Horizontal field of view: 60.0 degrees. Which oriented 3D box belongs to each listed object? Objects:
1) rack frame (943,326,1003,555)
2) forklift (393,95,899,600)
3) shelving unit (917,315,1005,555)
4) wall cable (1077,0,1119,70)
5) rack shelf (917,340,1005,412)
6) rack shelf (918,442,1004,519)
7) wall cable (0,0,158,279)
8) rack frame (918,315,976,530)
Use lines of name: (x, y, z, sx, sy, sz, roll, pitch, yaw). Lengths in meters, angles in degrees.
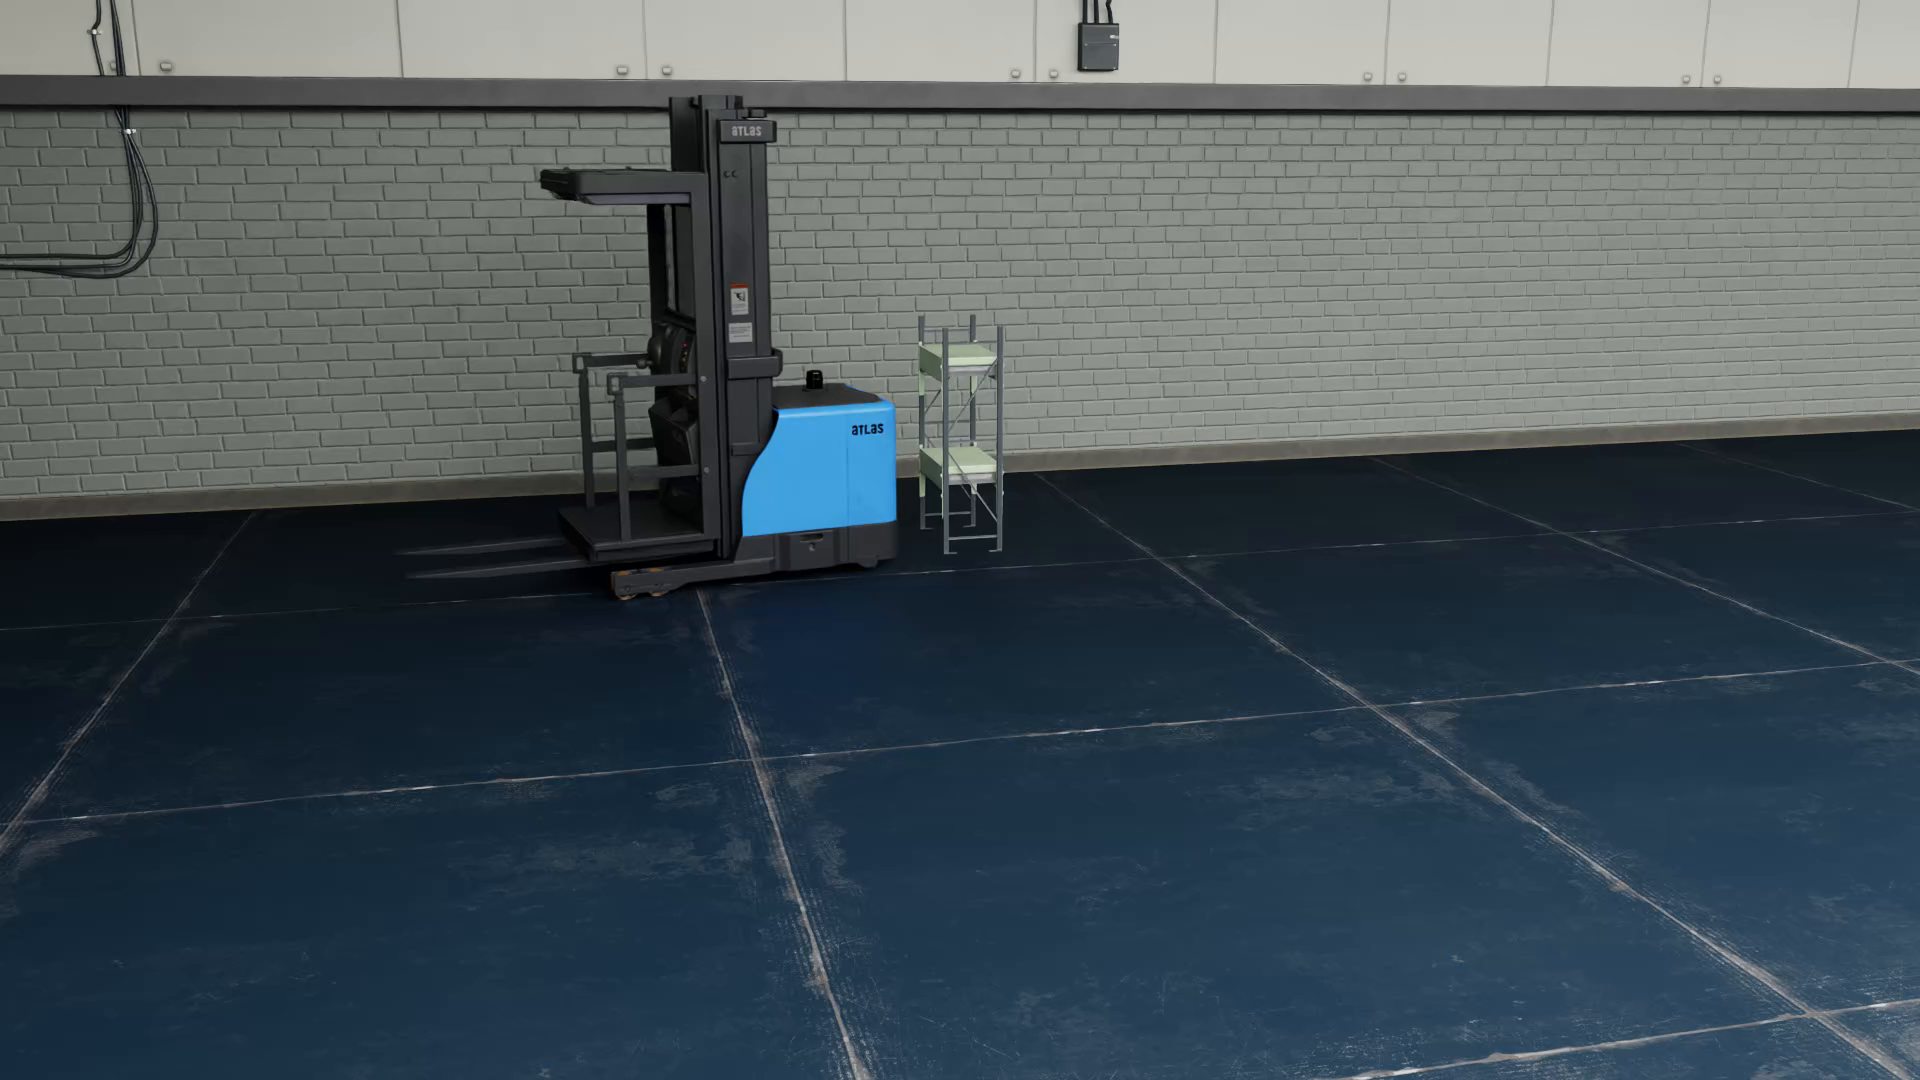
rack frame: (0.084, -0.646, 10.910, 0.400, 1.500, 0.023, -3, 14, -13)
forklift: (-1.955, -1.208, 10.198, 3.031, 2.935, 1.130, -6, 15, -23)
shelving unit: (-0.002, -0.730, 11.255, 0.431, 1.500, 0.755, -3, 14, -13)
wall cable: (2.061, -6.663, 12.571, 2.305, 6.003, 0.169, -3, 14, -13)
rack shelf: (-0.002, -1.109, 11.163, 0.431, 0.370, 0.720, -3, 14, -13)
rack shelf: (-0.002, -0.413, 11.333, 0.431, 0.370, 0.720, -3, 14, -13)
wall cable: (-7.171, -2.977, 11.192, 3.097, 2.526, 0.112, -3, 14, -13)
rack frame: (-0.088, -0.815, 11.601, 0.400, 1.500, 0.023, -3, 14, -13)
